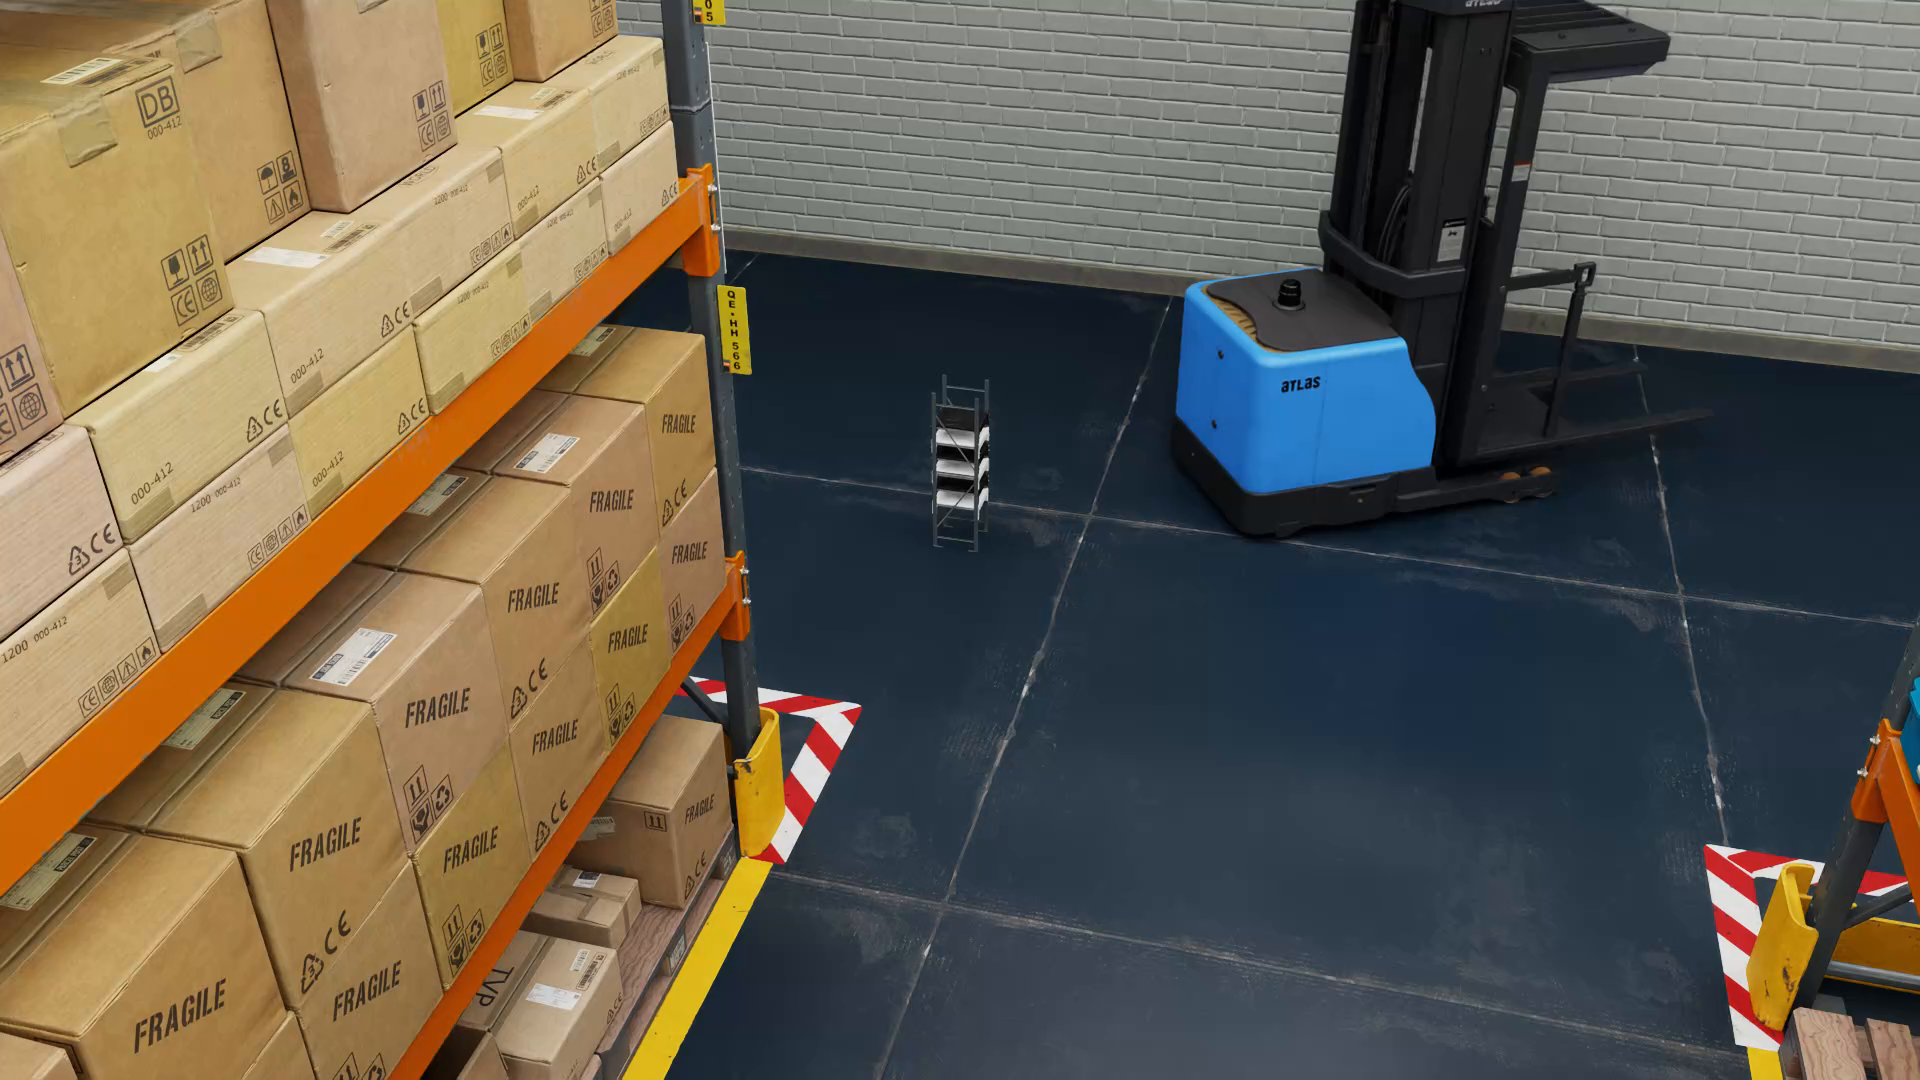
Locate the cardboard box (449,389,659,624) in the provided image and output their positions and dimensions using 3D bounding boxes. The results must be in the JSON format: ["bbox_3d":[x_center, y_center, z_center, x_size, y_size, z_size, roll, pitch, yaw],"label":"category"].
[{"bbox_3d":[-1.280,-0.117,5.112,0.500,0.500,0.500,9,34,14],"label":"cardboard box"}]

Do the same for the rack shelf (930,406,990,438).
[{"bbox_3d":[0.002,-0.584,8.388,0.258,0.077,0.200,8,33,12],"label":"rack shelf"}]

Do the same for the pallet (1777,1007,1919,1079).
[{"bbox_3d":[3.237,2.093,5.261,1.003,0.211,1.213,8,33,12],"label":"pallet"}]

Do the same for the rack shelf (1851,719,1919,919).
[{"bbox_3d":[2.977,1.835,3.739,1.077,0.370,4.000,8,33,12],"label":"rack shelf"}]

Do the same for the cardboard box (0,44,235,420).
[{"bbox_3d":[-1.850,-0.595,3.069,0.700,0.500,0.500,8,33,12],"label":"cardboard box"}]

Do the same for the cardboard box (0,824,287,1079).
[{"bbox_3d":[-1.799,0.955,3.427,0.500,0.500,0.500,7,33,11],"label":"cardboard box"}]

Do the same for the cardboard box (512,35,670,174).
[{"bbox_3d":[-1.190,-1.295,4.869,0.500,0.250,0.500,8,33,12],"label":"cardboard box"}]

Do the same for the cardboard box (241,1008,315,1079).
[{"bbox_3d":[-1.801,1.357,3.726,0.500,0.500,0.500,9,33,13],"label":"cardboard box"}]

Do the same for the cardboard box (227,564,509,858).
[{"bbox_3d":[-1.538,0.420,4.269,0.500,0.500,0.500,9,34,14],"label":"cardboard box"}]

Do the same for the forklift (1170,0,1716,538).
[{"bbox_3d":[2.766,-1.699,8.690,3.031,2.935,1.130,-9,34,-15],"label":"forklift"}]

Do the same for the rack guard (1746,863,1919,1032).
[{"bbox_3d":[3.478,1.534,5.871,1.175,0.500,0.348,8,33,12],"label":"rack guard"}]

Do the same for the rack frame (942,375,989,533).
[{"bbox_3d":[0.028,-0.437,8.598,0.240,0.900,0.006,8,33,12],"label":"rack frame"}]

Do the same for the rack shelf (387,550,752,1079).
[{"bbox_3d":[-1.814,1.158,4.802,1.077,0.370,4.000,8,33,12],"label":"rack shelf"}]

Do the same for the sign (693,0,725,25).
[{"bbox_3d":[-0.774,-1.737,5.065,0.100,0.325,0.005,8,33,12],"label":"sign"}]

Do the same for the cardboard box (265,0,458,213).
[{"bbox_3d":[-1.653,-1.122,3.898,0.700,0.500,0.500,8,33,12],"label":"cardboard box"}]

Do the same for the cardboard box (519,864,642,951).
[{"bbox_3d":[-1.396,1.341,6.076,0.380,0.166,0.250,8,33,12],"label":"cardboard box"}]

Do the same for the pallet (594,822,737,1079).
[{"bbox_3d":[-1.527,1.447,6.277,1.003,0.211,1.213,8,33,12],"label":"pallet"}]

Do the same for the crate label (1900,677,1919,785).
[{"bbox_3d":[3.103,0.622,5.076,0.416,0.233,0.303,8,33,12],"label":"crate label"}]

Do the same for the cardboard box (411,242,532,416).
[{"bbox_3d":[-1.433,-0.564,4.185,0.500,0.250,0.500,8,33,12],"label":"cardboard box"}]

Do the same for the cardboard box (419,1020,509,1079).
[{"bbox_3d":[-1.849,1.785,5.063,0.797,0.503,0.637,8,33,12],"label":"cardboard box"}]

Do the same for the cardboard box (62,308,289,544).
[{"bbox_3d":[-1.694,-0.257,3.236,0.500,0.250,0.500,8,33,12],"label":"cardboard box"}]

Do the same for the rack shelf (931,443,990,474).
[{"bbox_3d":[0.002,-0.432,8.485,0.258,0.077,0.200,8,33,12],"label":"rack shelf"}]

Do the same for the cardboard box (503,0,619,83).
[{"bbox_3d":[-1.421,-1.644,4.719,0.700,0.500,0.500,8,33,12],"label":"cardboard box"}]

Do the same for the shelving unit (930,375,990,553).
[{"bbox_3d":[0.002,-0.384,8.515,0.258,0.900,0.210,8,33,12],"label":"shelving unit"}]

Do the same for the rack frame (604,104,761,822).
[{"bbox_3d":[-1.306,-0.183,6.242,1.000,3.000,0.127,8,33,12],"label":"rack frame"}]

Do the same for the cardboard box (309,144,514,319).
[{"bbox_3d":[-1.447,-0.777,4.054,0.500,0.250,0.500,8,33,12],"label":"cardboard box"}]

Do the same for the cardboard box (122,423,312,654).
[{"bbox_3d":[-1.699,-0.047,3.371,0.500,0.250,0.500,8,33,12],"label":"cardboard box"}]

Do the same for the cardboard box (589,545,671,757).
[{"bbox_3d":[-1.285,0.314,5.367,0.500,0.500,0.500,8,33,13],"label":"cardboard box"}]

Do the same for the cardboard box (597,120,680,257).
[{"bbox_3d":[-1.181,-1.083,5.002,0.500,0.250,0.500,8,33,12],"label":"cardboard box"}]

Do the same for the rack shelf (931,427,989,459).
[{"bbox_3d":[0.002,-0.508,8.437,0.258,0.077,0.200,8,33,12],"label":"rack shelf"}]

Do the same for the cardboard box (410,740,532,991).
[{"bbox_3d":[-1.545,0.834,4.550,0.500,0.500,0.500,8,33,12],"label":"cardboard box"}]
